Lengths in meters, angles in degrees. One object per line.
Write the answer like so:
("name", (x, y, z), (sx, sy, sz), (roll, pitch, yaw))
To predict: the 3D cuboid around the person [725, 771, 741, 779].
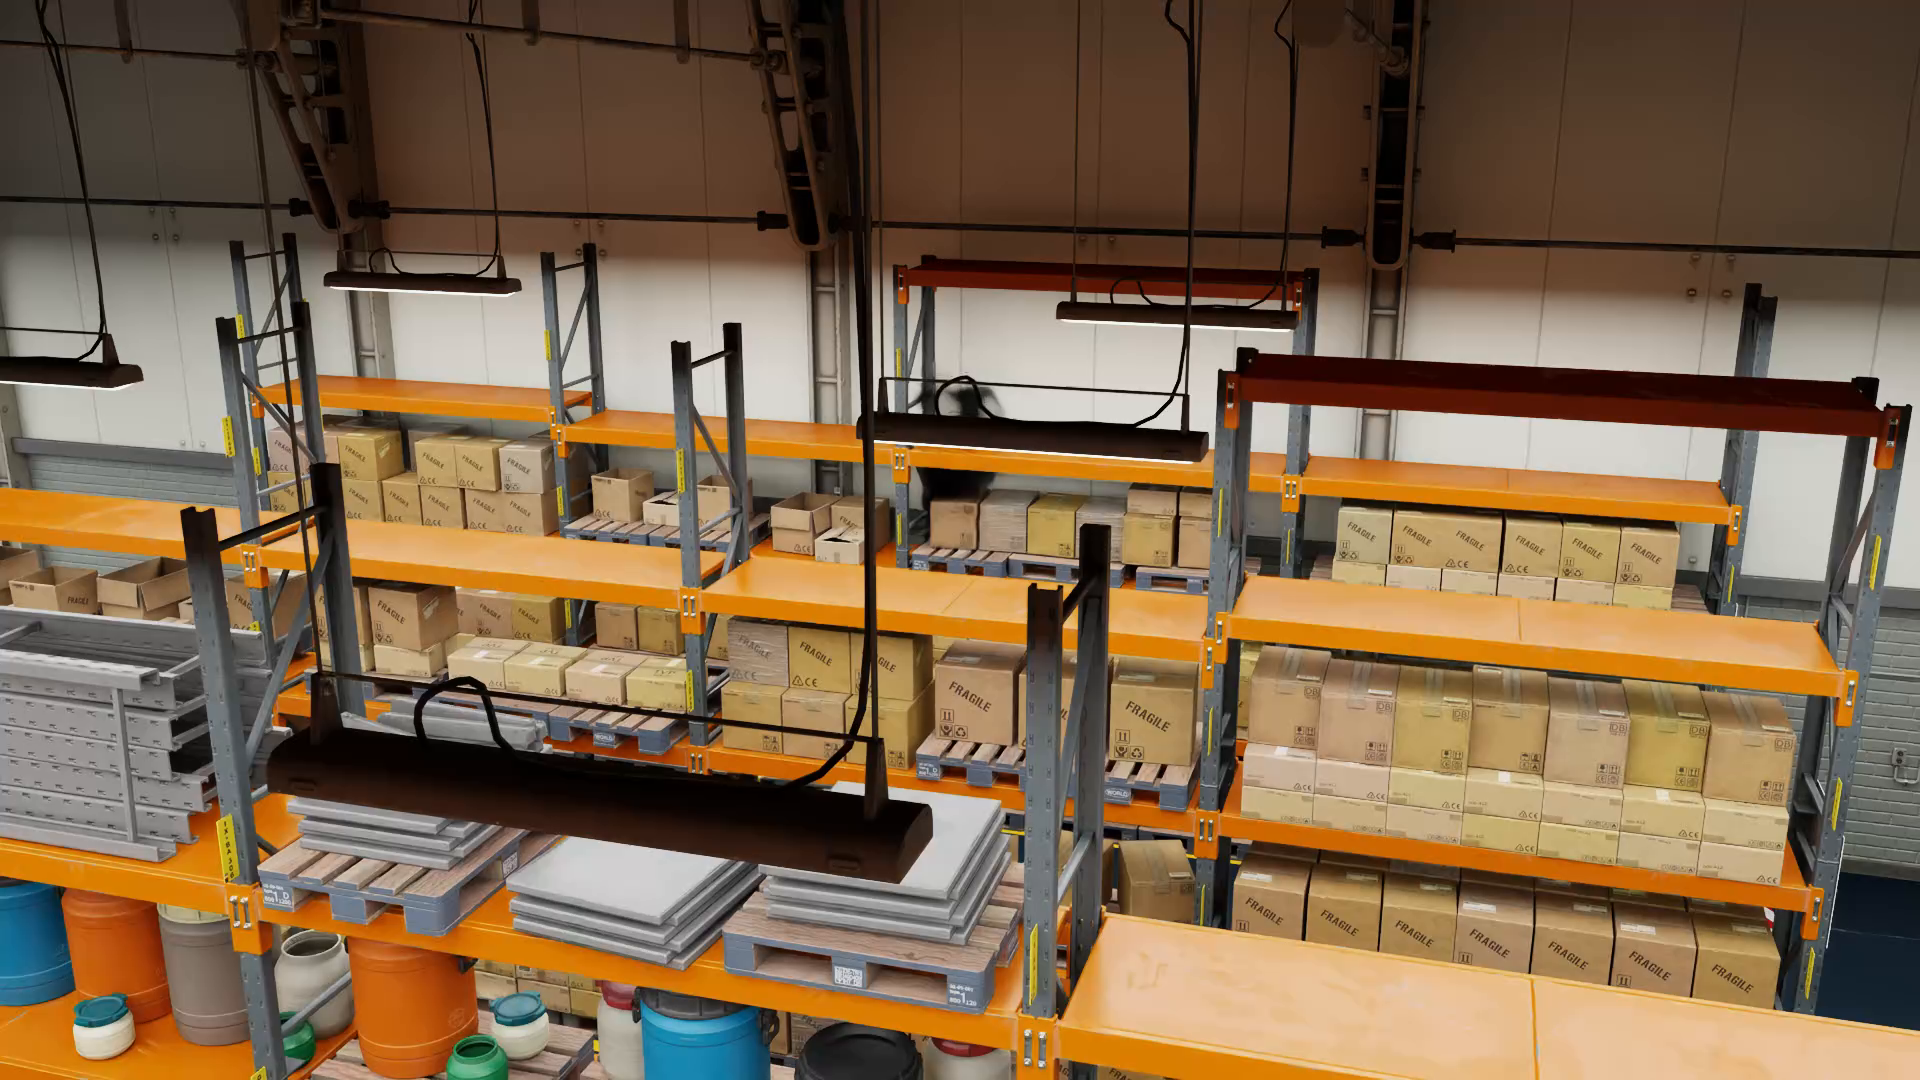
("person", (-2.102, 2.803, 15.697), (0.951, 1.763, 0.694), (4, 17, 13))
